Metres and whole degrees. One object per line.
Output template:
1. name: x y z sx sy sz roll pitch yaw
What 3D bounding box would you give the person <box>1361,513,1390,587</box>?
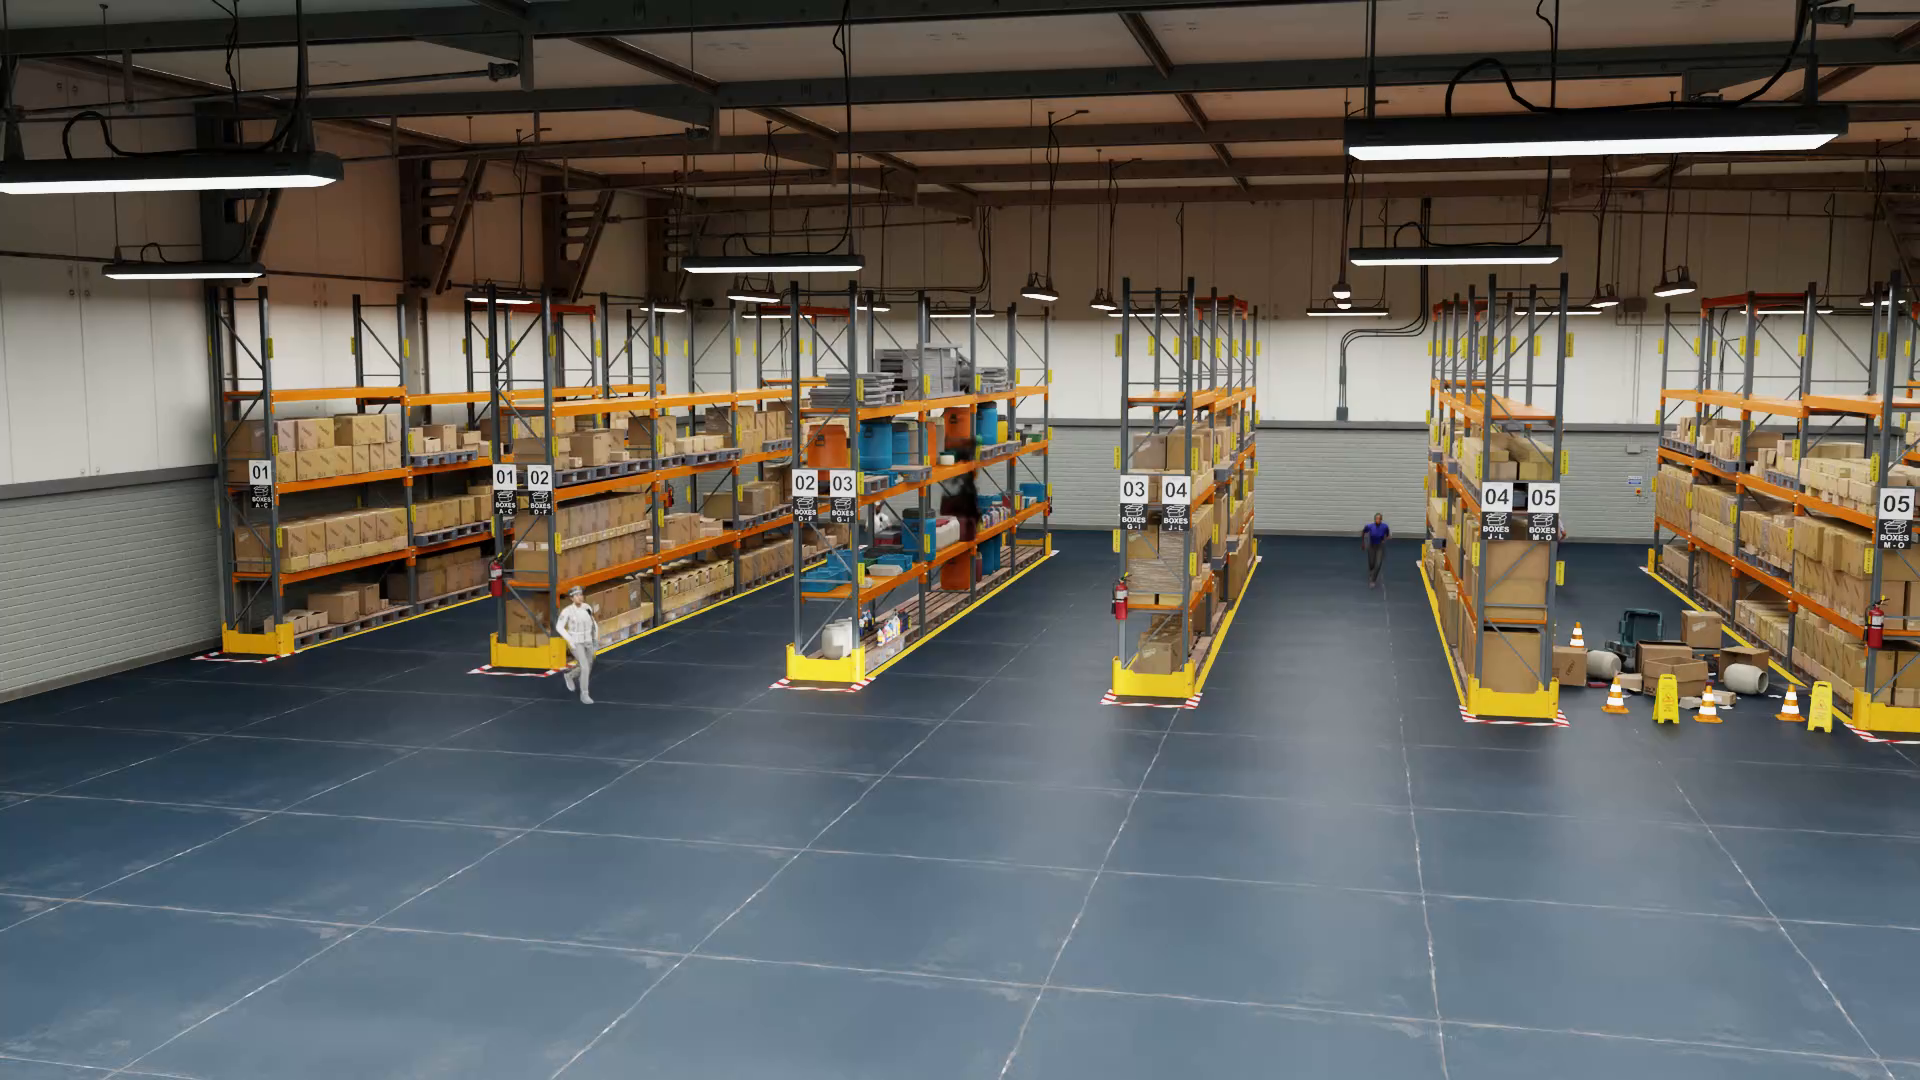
1. person: 8.768 0.211 35.084 0.563 1.585 0.692 0 7 3

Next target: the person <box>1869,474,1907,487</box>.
1. person: 14.487 0.168 27.041 2.244 3.212 10.997 2 7 14

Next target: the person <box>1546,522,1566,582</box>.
1. person: 12.596 0.129 35.525 0.615 1.602 0.727 1 7 9

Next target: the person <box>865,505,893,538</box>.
1. person: -1.666 0.035 33.754 0.578 1.620 0.599 2 7 14

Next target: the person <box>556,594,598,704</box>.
1. person: -5.439 1.499 23.694 0.670 1.627 0.613 6 9 44
